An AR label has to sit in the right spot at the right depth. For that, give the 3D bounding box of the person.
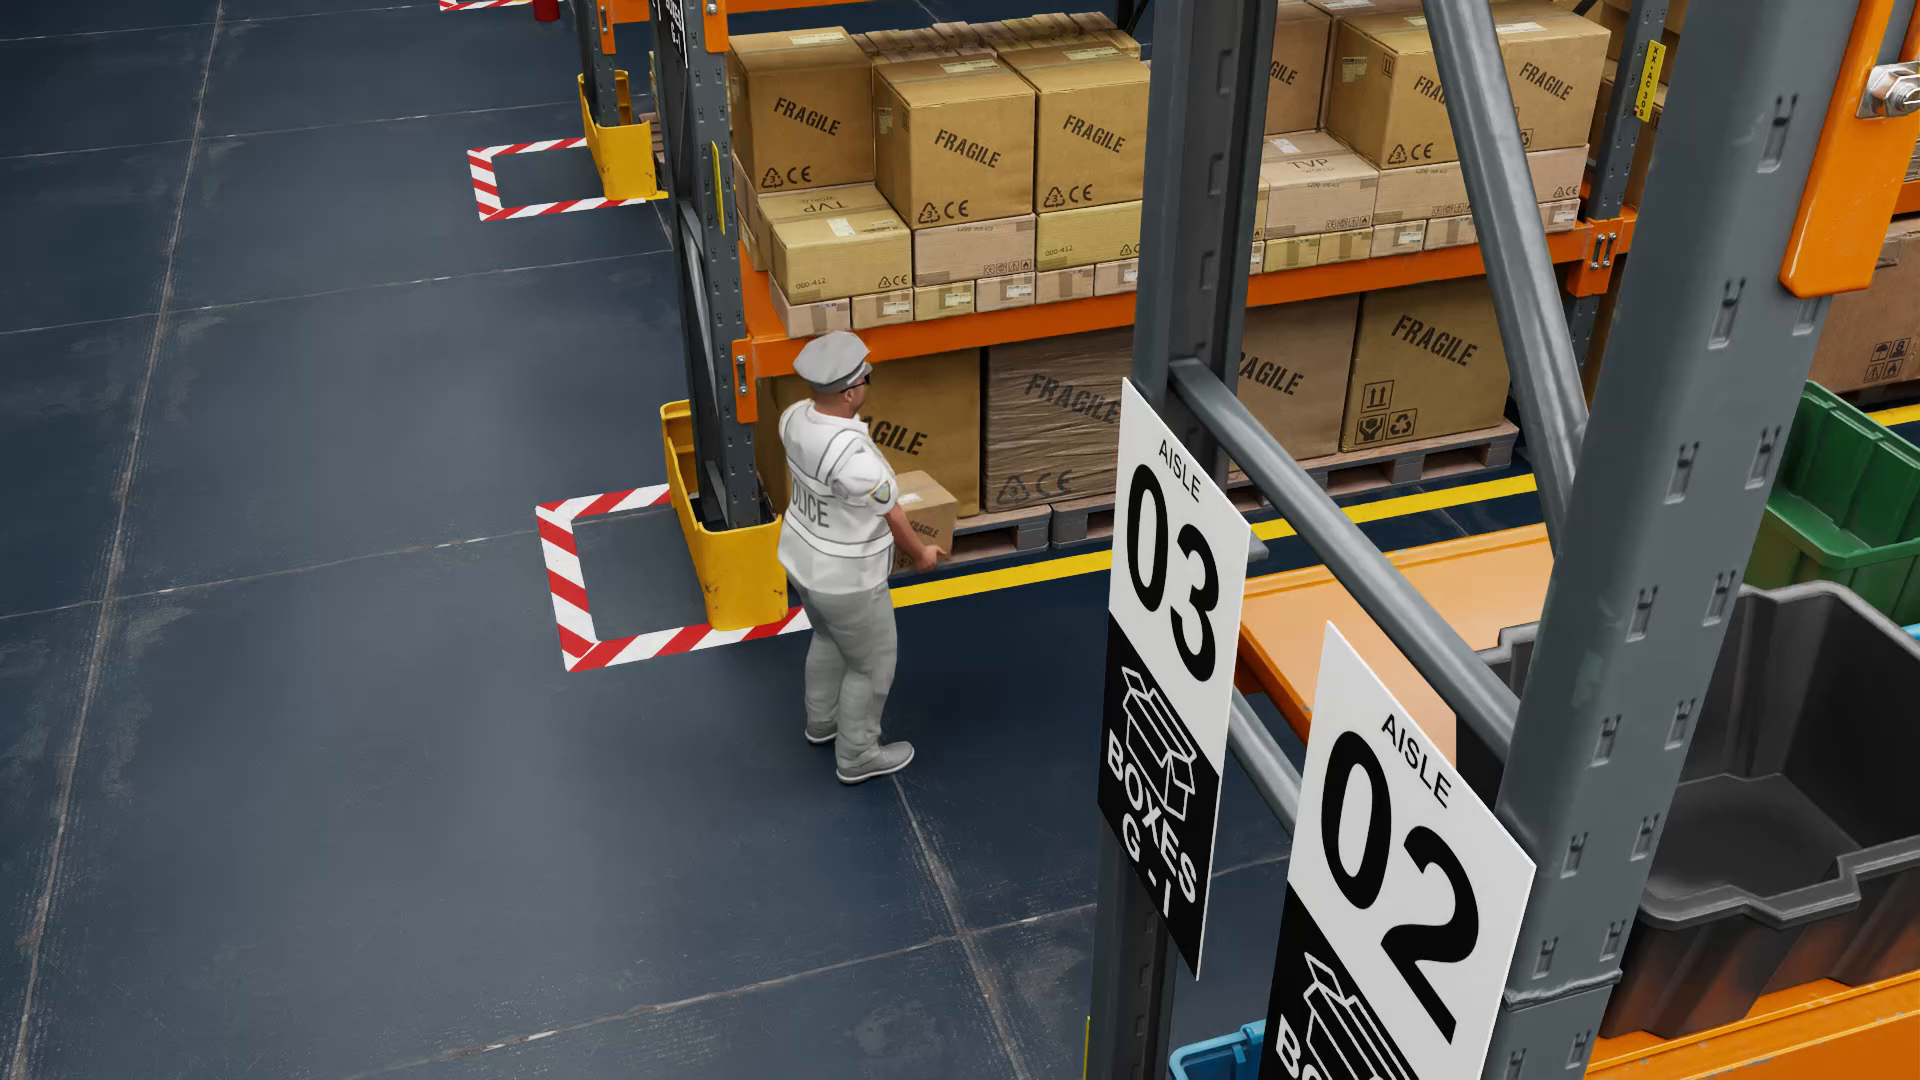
[{"bbox_3d":[-0.368,0.057,6.043,0.573,1.768,0.490,-20,39,-27],"label":"person"}]
